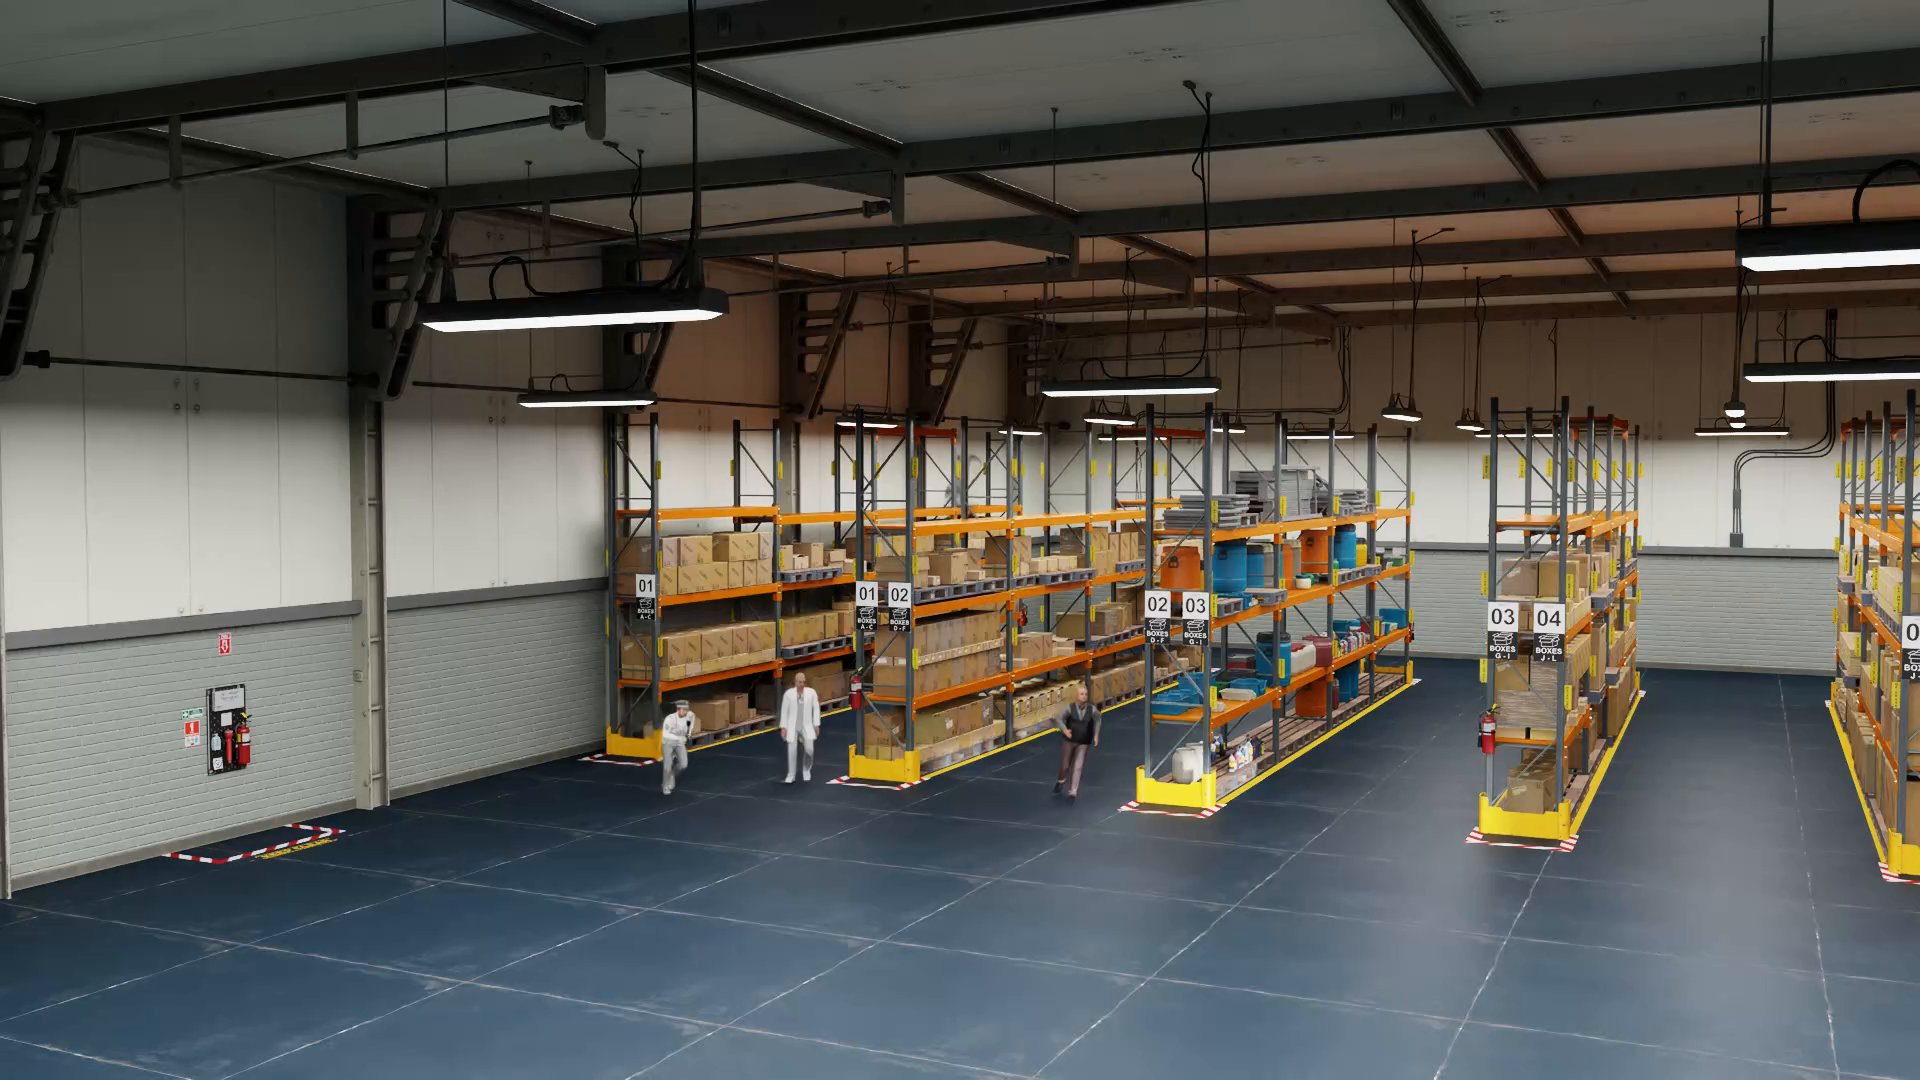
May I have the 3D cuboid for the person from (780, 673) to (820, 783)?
[{"bbox_3d":[-2.558,3.004,26.573,0.651,1.784,0.536,0,2,-7],"label":"person"}]

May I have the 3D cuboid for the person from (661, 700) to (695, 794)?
[{"bbox_3d":[-4.317,3.175,25.533,0.643,1.505,0.840,-2,3,-38],"label":"person"}]

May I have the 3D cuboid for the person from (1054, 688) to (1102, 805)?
[{"bbox_3d":[1.789,3.086,25.154,0.723,1.695,0.952,0,2,2],"label":"person"}]
